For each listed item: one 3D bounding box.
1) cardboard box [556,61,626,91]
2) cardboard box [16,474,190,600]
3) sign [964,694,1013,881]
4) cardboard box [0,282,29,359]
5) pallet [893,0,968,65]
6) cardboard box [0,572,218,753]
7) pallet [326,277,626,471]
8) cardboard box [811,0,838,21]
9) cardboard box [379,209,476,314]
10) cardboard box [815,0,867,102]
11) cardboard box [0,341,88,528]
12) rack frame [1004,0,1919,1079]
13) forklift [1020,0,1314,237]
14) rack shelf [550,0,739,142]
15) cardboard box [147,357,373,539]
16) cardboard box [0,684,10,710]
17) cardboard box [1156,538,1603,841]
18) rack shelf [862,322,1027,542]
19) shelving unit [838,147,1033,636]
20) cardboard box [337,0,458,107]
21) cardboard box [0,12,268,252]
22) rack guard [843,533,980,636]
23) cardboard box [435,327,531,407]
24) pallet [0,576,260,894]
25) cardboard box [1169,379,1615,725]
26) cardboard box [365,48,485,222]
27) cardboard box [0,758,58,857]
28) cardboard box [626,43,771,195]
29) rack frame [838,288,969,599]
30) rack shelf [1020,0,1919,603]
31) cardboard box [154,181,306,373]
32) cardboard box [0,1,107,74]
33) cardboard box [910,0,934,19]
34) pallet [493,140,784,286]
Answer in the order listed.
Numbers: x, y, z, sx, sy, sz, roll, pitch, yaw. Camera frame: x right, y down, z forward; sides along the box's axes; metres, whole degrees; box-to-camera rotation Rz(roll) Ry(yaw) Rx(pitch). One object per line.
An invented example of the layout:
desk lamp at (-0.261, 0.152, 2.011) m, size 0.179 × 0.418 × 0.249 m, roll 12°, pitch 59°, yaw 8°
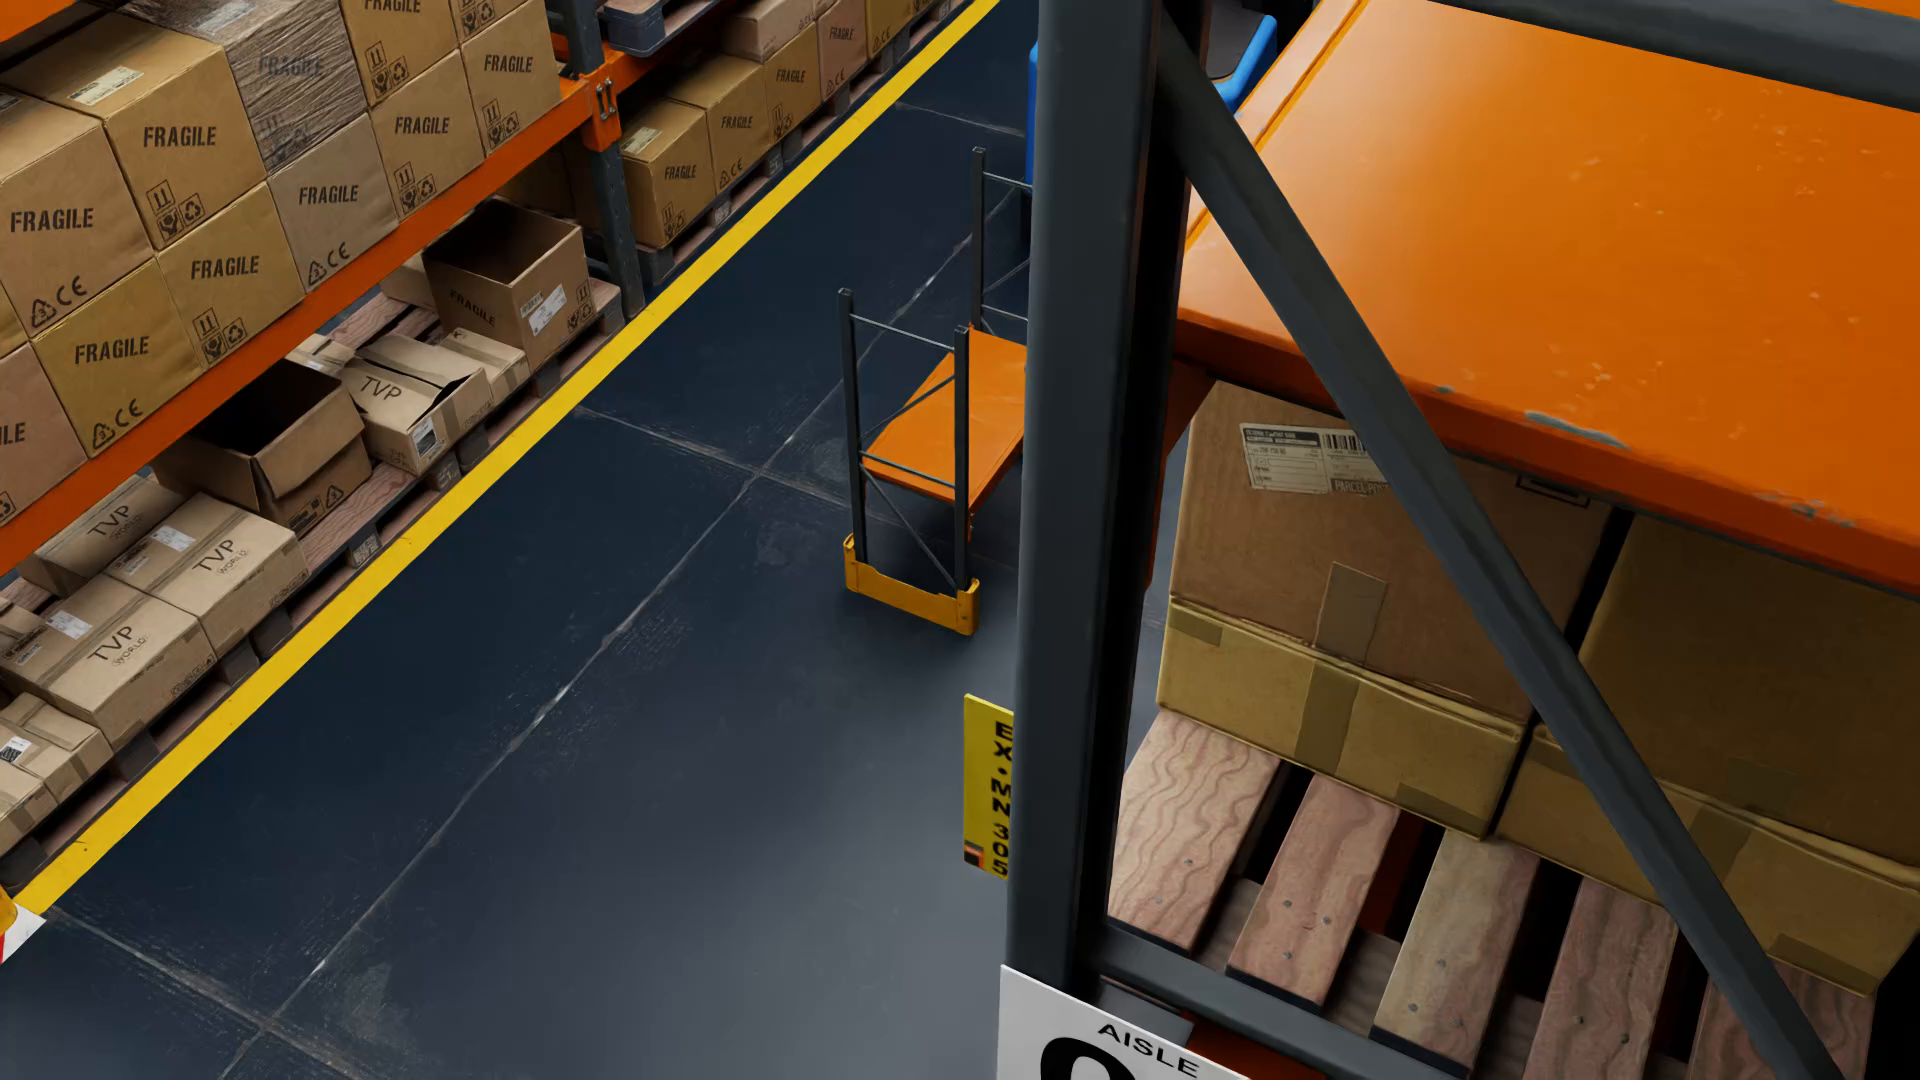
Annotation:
cardboard box at (-1.796, -2.315, 8.657) m, size 0.500 × 0.500 × 0.500 m, roll 21°, pitch 49°, yaw 19°
cardboard box at (-3.364, -0.006, 6.551) m, size 0.500 × 0.250 × 0.500 m, roll 20°, pitch 49°, yaw 19°
sign at (0.050, 0.302, 1.946) m, size 0.100 × 0.325 × 0.005 m, roll 20°, pitch 49°, yaw 19°
cardboard box at (-3.190, -0.716, 4.855) m, size 0.500 × 0.500 × 0.500 m, roll 21°, pitch 49°, yaw 19°
pallet at (-0.532, -3.407, 10.249) m, size 1.003 × 0.211 × 1.213 m, roll 20°, pitch 49°, yaw 19°
cardboard box at (-3.130, 0.443, 6.107) m, size 0.500 × 0.250 × 0.500 m, roll 20°, pitch 49°, yaw 19°
pallet at (-2.328, -0.913, 7.784) m, size 1.003 × 0.211 × 1.213 m, roll 20°, pitch 49°, yaw 19°
cardboard box at (-0.872, -3.035, 8.842) m, size 0.500 × 0.250 × 0.500 m, roll 20°, pitch 49°, yaw 18°
cardboard box at (-2.395, -1.342, 7.828) m, size 0.500 × 0.311 × 0.500 m, roll 20°, pitch 49°, yaw 19°
cardboard box at (-0.857, -2.796, 9.132) m, size 0.500 × 0.500 × 0.500 m, roll 19°, pitch 48°, yaw 18°
cardboard box at (-3.191, -0.360, 5.206) m, size 0.500 × 0.500 × 0.500 m, roll 20°, pitch 49°, yaw 19°
rack frame at (0.524, -0.281, 0.981) m, size 1.000 × 3.000 × 0.127 m, roll 20°, pitch 49°, yaw 19°
forklift at (1.323, -3.405, 8.334) m, size 1.130 × 2.935 × 3.031 m, roll 16°, pitch 47°, yaw 15°
rack shelf at (-1.080, -3.332, 8.720) m, size 1.077 × 0.370 × 4.000 m, roll 20°, pitch 49°, yaw 19°
cardboard box at (-2.876, -0.417, 6.779) m, size 0.797 × 0.503 × 0.637 m, roll 20°, pitch 49°, yaw 19°
cardboard box at (-3.831, 0.495, 5.880) m, size 0.500 × 0.500 × 0.500 m, roll 20°, pitch 49°, yaw 19°
cardboard box at (0.629, 0.094, 2.458) m, size 0.500 × 0.250 × 0.500 m, roll 22°, pitch 49°, yaw 20°
rack shelf at (0.040, -0.455, 6.678) m, size 0.538 × 0.185 × 1.000 m, roll 20°, pitch 49°, yaw 19°
shelving unit at (0.035, -0.575, 6.544) m, size 0.587 × 1.500 × 1.083 m, roll 20°, pitch 49°, yaw 19°
cardboard box at (-2.249, -1.984, 6.109) m, size 0.500 × 0.500 × 0.500 m, roll 20°, pitch 49°, yaw 18°
cardboard box at (-2.718, -1.350, 5.482) m, size 0.500 × 0.500 × 0.500 m, roll 20°, pitch 49°, yaw 19°
rack guard at (-0.196, 0.178, 6.678) m, size 0.587 × 0.250 × 0.087 m, roll 20°, pitch 49°, yaw 19°
cardboard box at (-2.143, -0.769, 7.376) m, size 0.380 × 0.149 × 0.250 m, roll 20°, pitch 49°, yaw 19°
pallet at (-3.461, 0.625, 6.264) m, size 1.003 × 0.211 × 1.213 m, roll 20°, pitch 49°, yaw 19°
cardboard box at (0.622, -0.171, 2.194) m, size 0.500 × 0.500 × 0.500 m, roll 20°, pitch 49°, yaw 19°
cardboard box at (-2.251, -1.635, 6.467) m, size 0.500 × 0.500 × 0.500 m, roll 22°, pitch 49°, yaw 20°
cardboard box at (-3.367, 0.892, 5.735) m, size 0.380 × 0.149 × 0.250 m, roll 20°, pitch 49°, yaw 19°
cardboard box at (-1.330, -2.165, 8.509) m, size 0.500 × 0.500 × 0.500 m, roll 21°, pitch 49°, yaw 20°
rack frame at (-0.196, -0.261, 6.233) m, size 0.500 × 1.500 × 0.032 m, roll 20°, pitch 49°, yaw 19°
rack shelf at (1.452, -1.147, 2.624) m, size 1.077 × 0.370 × 4.000 m, roll 20°, pitch 49°, yaw 19°
cardboard box at (-2.722, -0.989, 5.828) m, size 0.500 × 0.500 × 0.500 m, roll 21°, pitch 49°, yaw 20°
cardboard box at (-3.194, -1.533, 5.663) m, size 0.500 × 0.500 × 0.500 m, roll 22°, pitch 49°, yaw 20°
cardboard box at (-0.378, -3.454, 9.783) m, size 0.500 × 0.500 × 0.500 m, roll 22°, pitch 49°, yaw 21°
pallet at (-1.664, -1.870, 8.730) m, size 1.003 × 0.211 × 1.213 m, roll 20°, pitch 49°, yaw 19°
